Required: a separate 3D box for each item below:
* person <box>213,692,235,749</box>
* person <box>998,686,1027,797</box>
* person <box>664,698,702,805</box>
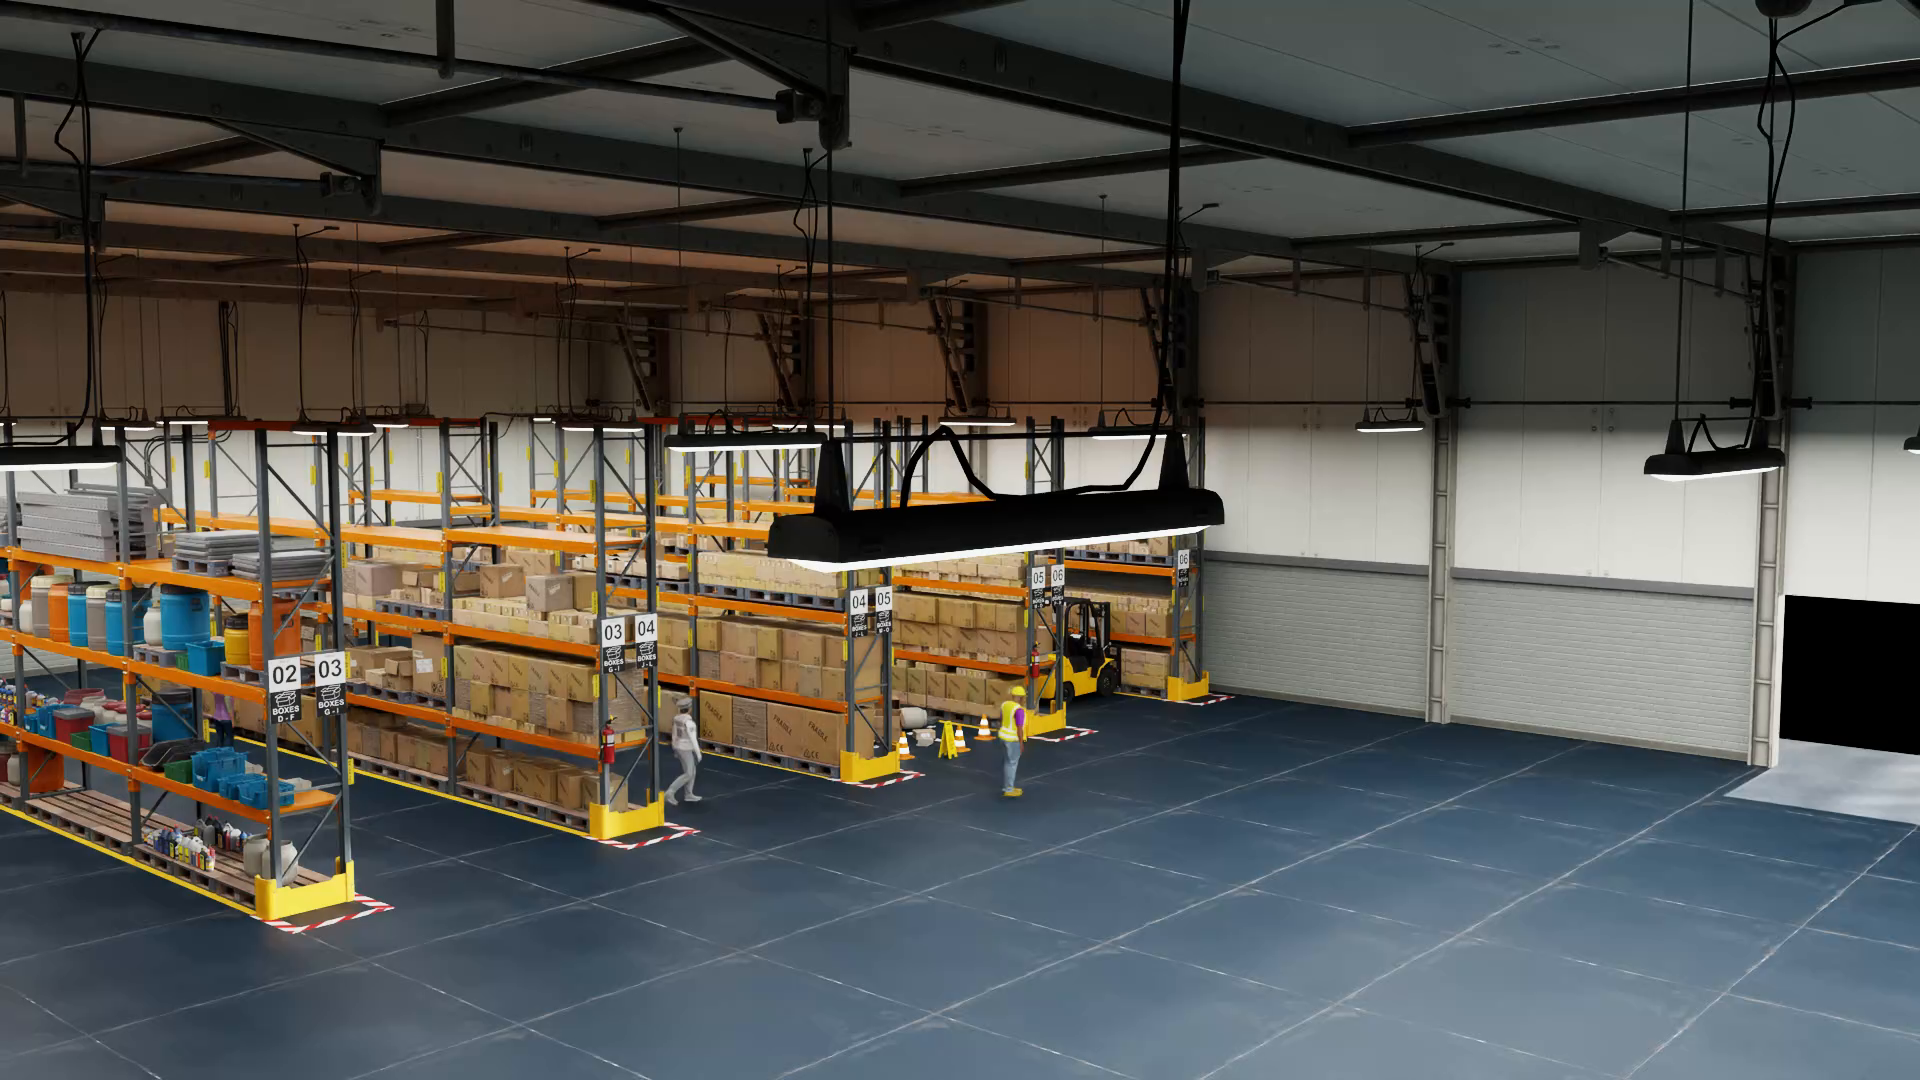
[{"bbox_3d":[-12.739,3.122,28.859,0.476,1.599,0.367,2,5,26],"label":"person"},{"bbox_3d":[0.874,3.229,26.789,0.447,1.772,0.605,-2,5,-26],"label":"person"},{"bbox_3d":[-4.384,3.333,26.279,0.625,1.675,0.511,-2,5,-23],"label":"person"}]
